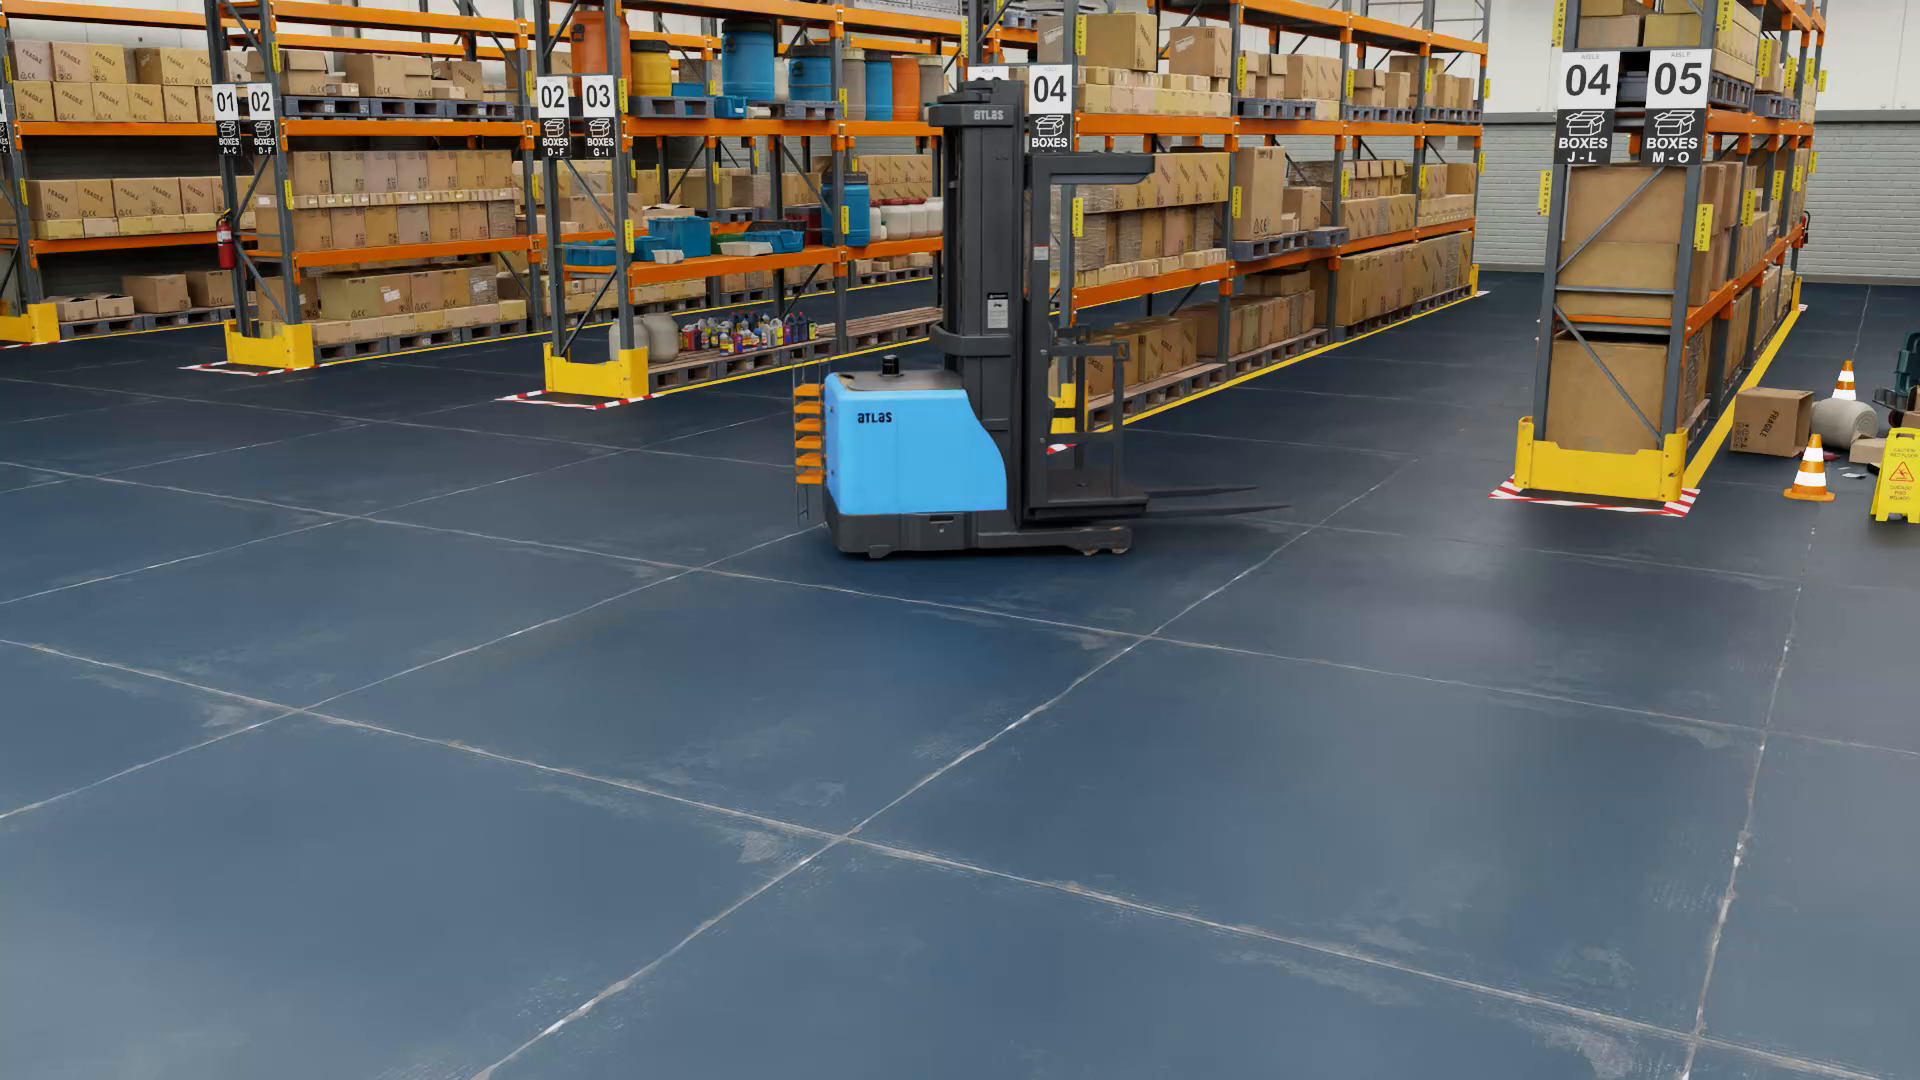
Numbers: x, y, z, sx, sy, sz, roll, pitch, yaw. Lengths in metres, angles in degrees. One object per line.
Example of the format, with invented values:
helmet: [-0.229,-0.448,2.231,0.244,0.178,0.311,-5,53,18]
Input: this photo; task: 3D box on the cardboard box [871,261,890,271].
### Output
cardboard box: [-1.532,-5.083,30.822,0.380,0.166,0.250,7,15,28]

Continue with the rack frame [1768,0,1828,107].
rack frame: [12.563,-8.037,25.171,1.000,3.000,0.127,7,15,28]

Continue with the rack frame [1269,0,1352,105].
rack frame: [4.402,-6.979,20.780,1.000,3.000,0.127,7,15,28]

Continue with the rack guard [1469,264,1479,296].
rack guard: [8.281,-4.493,28.604,1.175,0.500,0.348,7,15,28]

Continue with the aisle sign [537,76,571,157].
aisle sign: [-4.096,-4.265,16.776,0.394,0.787,0.004,7,15,28]

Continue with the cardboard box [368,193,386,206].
cardboard box: [-7.259,-4.176,20.358,0.380,0.149,0.250,7,15,26]

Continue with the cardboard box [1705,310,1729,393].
cardboard box: [6.983,-1.907,16.447,1.050,0.750,0.750,7,15,28]

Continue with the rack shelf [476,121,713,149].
rack shelf: [-5.235,-5.883,24.172,1.077,0.370,4.000,7,15,28]

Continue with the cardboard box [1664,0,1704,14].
cardboard box: [5.268,-3.847,11.916,0.380,0.149,0.250,8,15,29]

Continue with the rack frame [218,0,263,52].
rack frame: [-10.540,-7.842,24.359,1.000,3.000,0.127,7,15,28]

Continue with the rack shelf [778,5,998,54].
rack shelf: [-0.900,-6.585,21.536,1.077,0.370,4.000,7,15,28]

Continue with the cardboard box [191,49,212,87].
cardboard box: [-10.802,-6.680,23.552,0.500,0.500,0.500,8,16,31]

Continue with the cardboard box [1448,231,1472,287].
cardboard box: [8.030,-4.734,27.908,0.875,0.875,0.875,7,15,28]

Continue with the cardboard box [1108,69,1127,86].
cardboard box: [1.289,-4.186,15.066,0.380,0.149,0.250,8,16,30]

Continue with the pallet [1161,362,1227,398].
pallet: [2.175,-1.744,17.817,1.003,0.211,1.213,7,15,28]

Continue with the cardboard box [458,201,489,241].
cardboard box: [-6.660,-4.212,21.893,0.700,0.500,0.500,7,15,27]

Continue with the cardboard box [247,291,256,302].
cardboard box: [-10.772,-3.648,24.873,0.380,0.166,0.250,5,15,21]

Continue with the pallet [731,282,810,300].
pallet: [-3.283,-4.228,28.120,1.003,0.211,1.213,7,15,28]

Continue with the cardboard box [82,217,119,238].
cardboard box: [-11.721,-4.214,22.388,0.500,0.250,0.500,7,15,26]

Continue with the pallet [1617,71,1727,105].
pallet: [5.177,-3.407,12.553,1.003,0.211,1.213,7,15,28]

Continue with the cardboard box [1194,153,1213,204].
cardboard box: [2.251,-3.694,16.977,0.500,0.500,0.500,7,15,28]

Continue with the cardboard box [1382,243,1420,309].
cardboard box: [6.044,-3.920,24.532,1.225,0.875,0.875,7,15,28]

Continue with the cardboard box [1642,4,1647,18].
cardboard box: [5.185,-4.130,13.090,0.380,0.149,0.250,7,15,28]

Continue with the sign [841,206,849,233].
sign: [-1.391,-3.873,20.106,0.100,0.325,0.005,7,15,28]

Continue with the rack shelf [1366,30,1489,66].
rack shelf: [7.303,-7.665,26.017,1.077,0.370,4.000,7,15,28]

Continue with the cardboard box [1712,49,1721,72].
cardboard box: [5.274,-3.461,12.016,0.380,0.149,0.250,8,15,28]

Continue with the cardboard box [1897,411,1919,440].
cardboard box: [7.843,-0.732,12.995,0.797,0.503,0.637,-3,14,-11]

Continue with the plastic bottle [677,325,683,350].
plastic bottle: [-3.256,-2.328,19.146,0.061,0.283,0.133,8,16,29]

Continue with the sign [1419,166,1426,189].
sign: [6.816,-5.348,24.514,0.100,0.325,0.005,7,15,28]

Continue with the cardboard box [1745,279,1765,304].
cardboard box: [9.241,-2.947,19.695,0.500,0.250,0.500,7,15,26]

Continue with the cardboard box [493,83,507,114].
cardboard box: [-8.212,-7.687,28.967,0.700,0.500,0.500,6,15,25]

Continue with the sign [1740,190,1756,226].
sign: [7.248,-3.056,15.291,0.100,0.325,0.005,7,15,28]

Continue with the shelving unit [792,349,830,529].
shelving unit: [-0.998,-0.688,11.327,0.189,1.200,0.258,3,14,12]

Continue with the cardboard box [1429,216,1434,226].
cardboard box: [7.024,-4.892,25.460,0.380,0.149,0.250,8,16,30]

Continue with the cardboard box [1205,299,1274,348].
cardboard box: [3.301,-2.574,19.706,0.700,0.500,0.500,6,15,23]

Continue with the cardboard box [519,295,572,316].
cardboard box: [-5.790,-3.287,23.237,0.500,0.250,0.500,7,15,27]

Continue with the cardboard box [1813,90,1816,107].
cardboard box: [12.563,-6.626,24.970,0.500,0.250,0.500,7,15,26]

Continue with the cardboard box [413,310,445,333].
cardboard box: [-6.955,-2.804,21.234,0.500,0.250,0.500,7,15,28]

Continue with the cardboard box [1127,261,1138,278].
cardboard box: [1.480,-2.587,15.901,0.380,0.149,0.250,7,15,28]

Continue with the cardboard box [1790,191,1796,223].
cardboard box: [11.322,-4.669,23.151,0.500,0.500,0.500,7,15,28]

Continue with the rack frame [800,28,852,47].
rack frame: [-2.334,-8.922,28.842,1.000,3.000,0.127,7,15,28]

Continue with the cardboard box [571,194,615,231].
cardboard box: [-5.319,-4.780,24.246,0.500,0.500,0.500,7,15,28]

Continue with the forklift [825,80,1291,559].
forklift: [0.653,-1.453,10.806,3.031,2.935,1.130,-2,14,-10]

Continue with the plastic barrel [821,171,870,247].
plastic barrel: [-1.415,-4.091,20.534,0.600,0.901,0.708,7,15,28]

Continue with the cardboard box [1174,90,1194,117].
cardboard box: [1.973,-4.293,16.358,0.500,0.250,0.500,7,15,28]

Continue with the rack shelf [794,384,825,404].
rack shelf: [-1.000,-0.995,11.253,0.180,0.103,0.258,3,14,12]

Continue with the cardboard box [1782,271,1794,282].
cardboard box: [12.343,-3.978,25.052,0.380,0.149,0.250,7,15,27]

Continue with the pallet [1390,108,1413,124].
pallet: [5.936,-6.054,23.754,0.805,0.209,1.217,7,15,26]

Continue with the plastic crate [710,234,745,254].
plastic crate: [-2.771,-3.453,19.409,0.450,0.188,0.662,7,15,28]

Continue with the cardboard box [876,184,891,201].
cardboard box: [-1.605,-6.234,30.277,0.500,0.500,0.500,8,16,29]

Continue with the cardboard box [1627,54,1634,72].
cardboard box: [4.938,-3.638,12.750,0.380,0.149,0.250,8,16,29]

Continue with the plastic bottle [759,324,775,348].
plastic bottle: [-2.257,-2.389,19.416,0.152,0.276,0.135,8,16,29]

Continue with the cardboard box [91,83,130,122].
cardboard box: [-11.555,-5.874,22.344,0.500,0.500,0.500,8,16,31]

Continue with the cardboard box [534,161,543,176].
cardboard box: [-7.663,-6.591,29.480,0.500,0.250,0.500,7,15,28]

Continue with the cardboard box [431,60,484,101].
cardboard box: [-6.676,-6.070,22.004,0.500,0.500,0.500,9,16,33]

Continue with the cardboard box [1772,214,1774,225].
cardboard box: [10.242,-4.123,21.373,0.380,0.149,0.250,7,15,25]

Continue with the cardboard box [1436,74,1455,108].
cardboard box: [7.302,-7.011,25.990,0.700,0.500,0.500,8,16,30]
